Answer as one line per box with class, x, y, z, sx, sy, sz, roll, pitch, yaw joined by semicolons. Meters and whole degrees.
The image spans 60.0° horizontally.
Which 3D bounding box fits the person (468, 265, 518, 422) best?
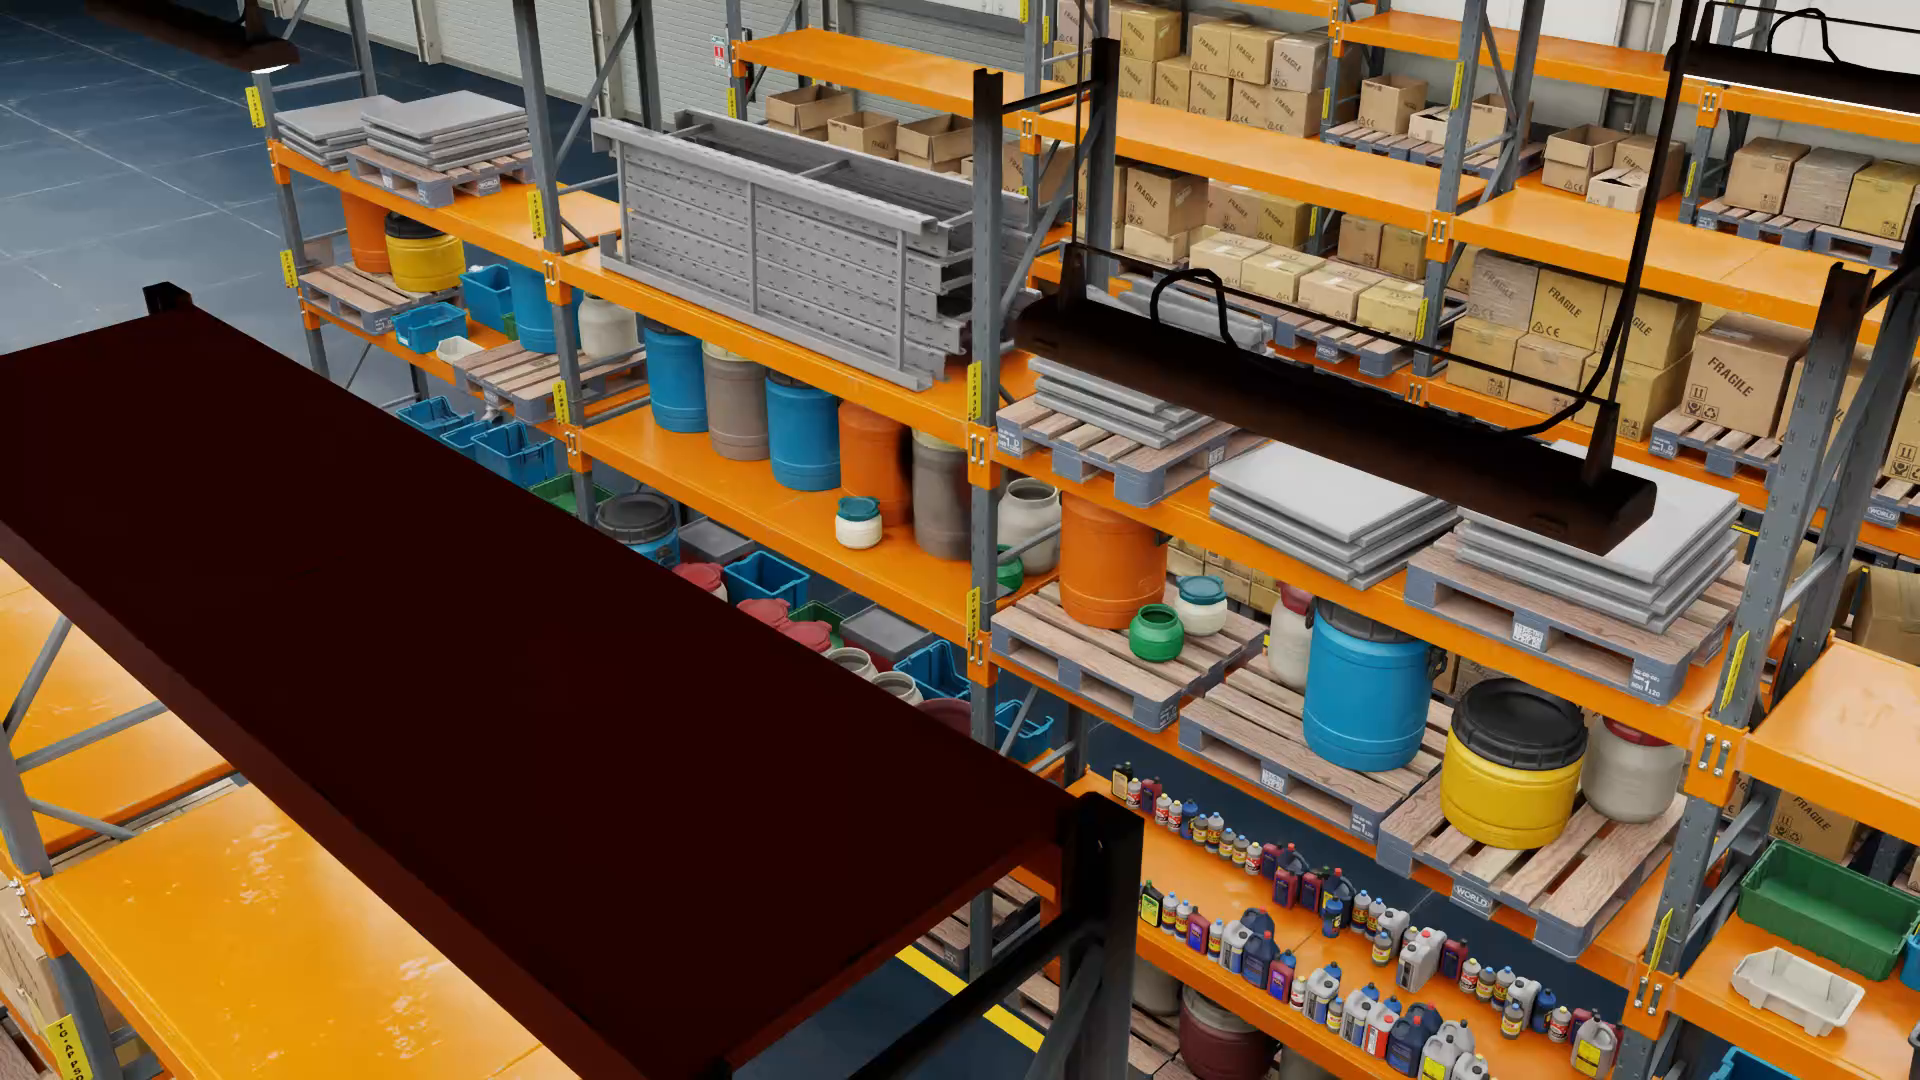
person;-5.182;-2.139;18.277;0.628;1.797;0.447;6;30;10
